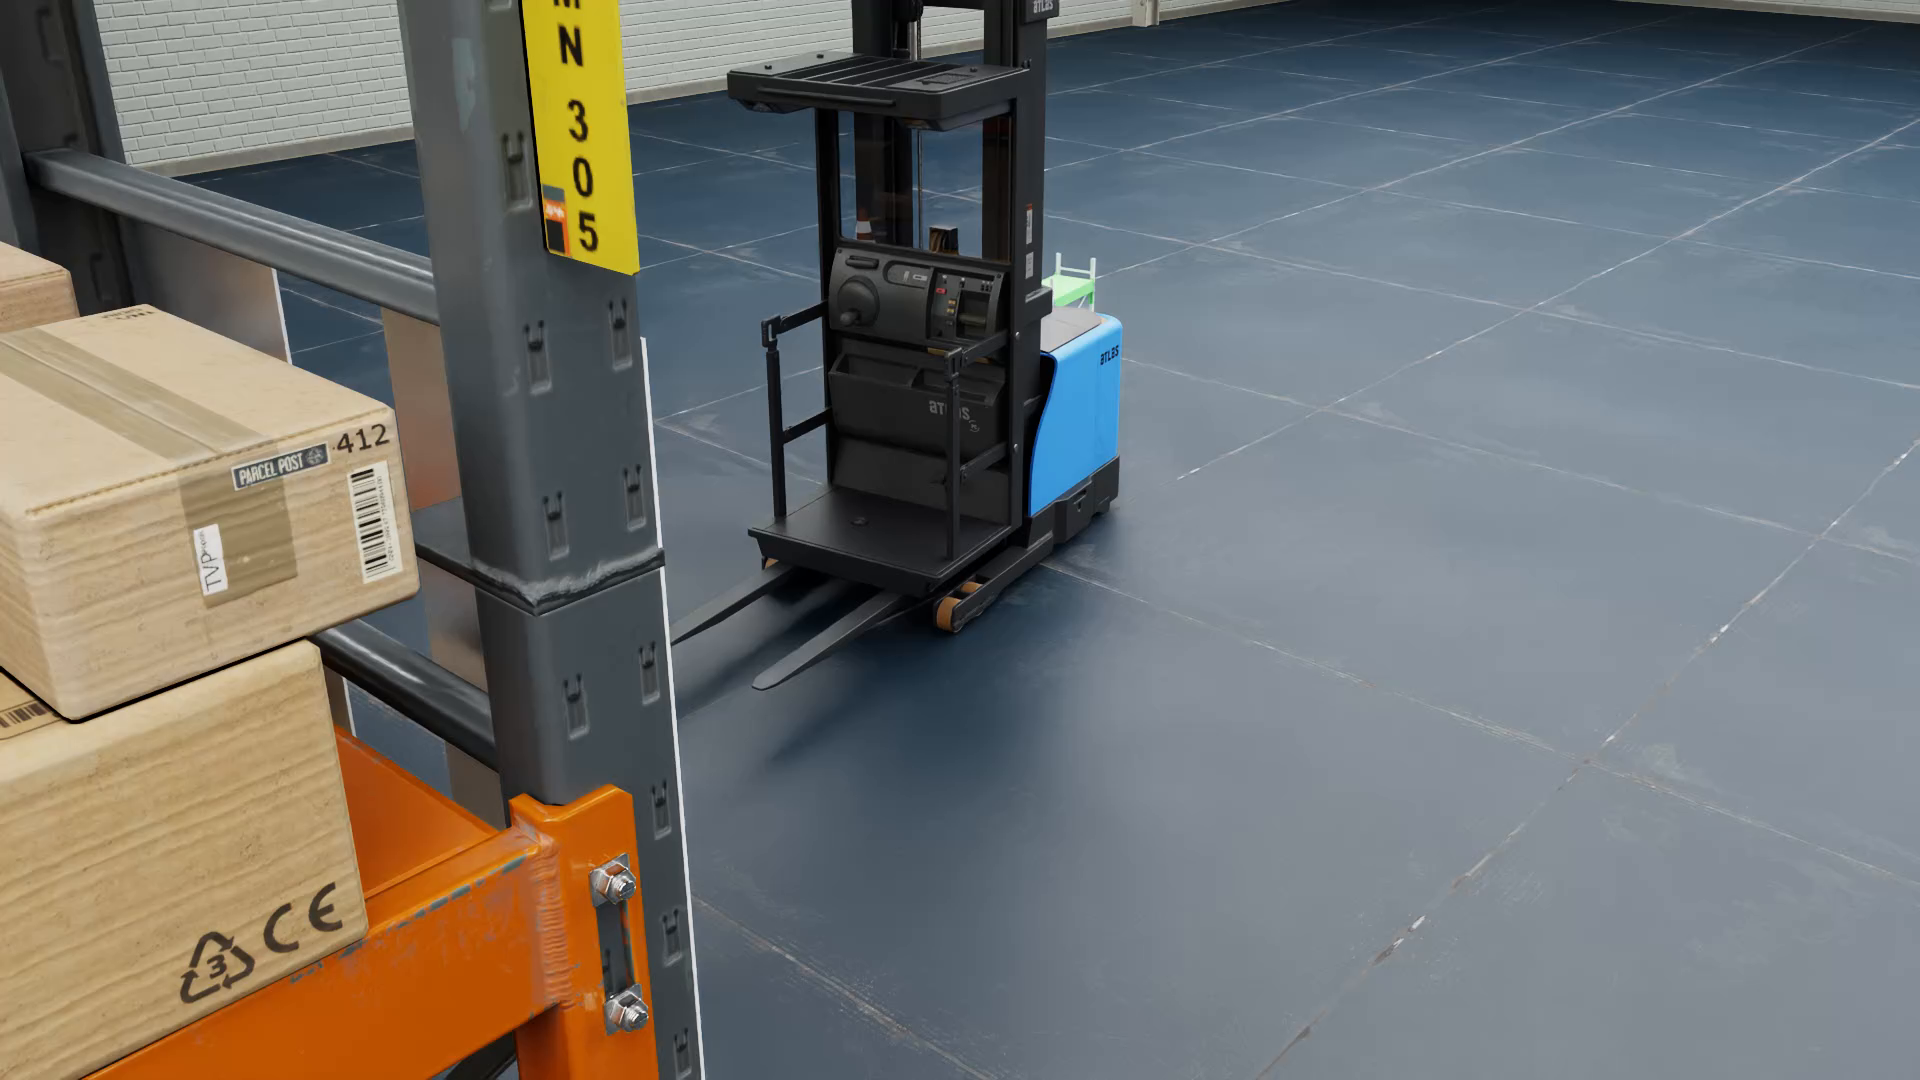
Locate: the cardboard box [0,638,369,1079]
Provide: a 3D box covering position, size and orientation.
[{"bbox_3d":[-0.790,0.188,1.180,0.500,0.250,0.500,21,32,39],"label":"cardboard box"}]

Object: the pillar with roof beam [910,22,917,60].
[{"bbox_3d":[2.347,-9.868,19.759,9.100,9.000,0.400,20,31,38],"label":"pillar with roof beam"}]

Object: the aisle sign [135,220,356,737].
[{"bbox_3d":[-0.839,-0.015,1.939,0.394,0.787,0.004,20,31,38],"label":"aisle sign"}]

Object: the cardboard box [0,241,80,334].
[{"bbox_3d":[-1.013,-0.189,1.535,0.380,0.149,0.250,20,31,37],"label":"cardboard box"}]

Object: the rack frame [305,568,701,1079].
[{"bbox_3d":[-0.657,1.272,2.246,1.000,3.000,0.127,20,31,38],"label":"rack frame"}]

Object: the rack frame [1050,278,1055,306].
[{"bbox_3d":[0.403,-0.886,9.260,0.240,1.200,0.015,14,28,28],"label":"rack frame"}]

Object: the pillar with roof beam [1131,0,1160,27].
[{"bbox_3d":[6.352,-11.696,23.836,9.100,9.000,0.400,20,31,38],"label":"pillar with roof beam"}]

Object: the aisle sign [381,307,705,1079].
[{"bbox_3d":[-0.393,0.149,1.573,0.394,0.787,0.004,20,31,38],"label":"aisle sign"}]

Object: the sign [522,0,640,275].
[{"bbox_3d":[-0.257,-0.343,1.099,0.100,0.325,0.005,20,31,38],"label":"sign"}]

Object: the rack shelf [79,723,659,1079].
[{"bbox_3d":[-1.992,0.841,0.420,1.077,0.370,4.000,20,31,38],"label":"rack shelf"}]

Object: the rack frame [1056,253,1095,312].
[{"bbox_3d":[0.654,-1.057,9.642,0.240,1.200,0.015,14,28,28],"label":"rack frame"}]

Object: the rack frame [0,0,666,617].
[{"bbox_3d":[-0.657,-1.465,1.018,1.000,3.000,0.127,20,31,38],"label":"rack frame"}]

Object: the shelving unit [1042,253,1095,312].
[{"bbox_3d":[0.528,-0.972,9.451,0.258,1.200,0.503,14,28,28],"label":"shelving unit"}]

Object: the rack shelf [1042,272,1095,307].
[{"bbox_3d":[0.528,-1.351,9.280,0.258,0.148,0.480,14,28,28],"label":"rack shelf"}]

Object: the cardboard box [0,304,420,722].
[{"bbox_3d":[-0.610,-0.040,1.202,0.380,0.149,0.250,20,31,38],"label":"cardboard box"}]

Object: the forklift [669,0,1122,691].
[{"bbox_3d":[-0.320,-1.119,7.663,1.130,2.935,3.031,14,28,28],"label":"forklift"}]
